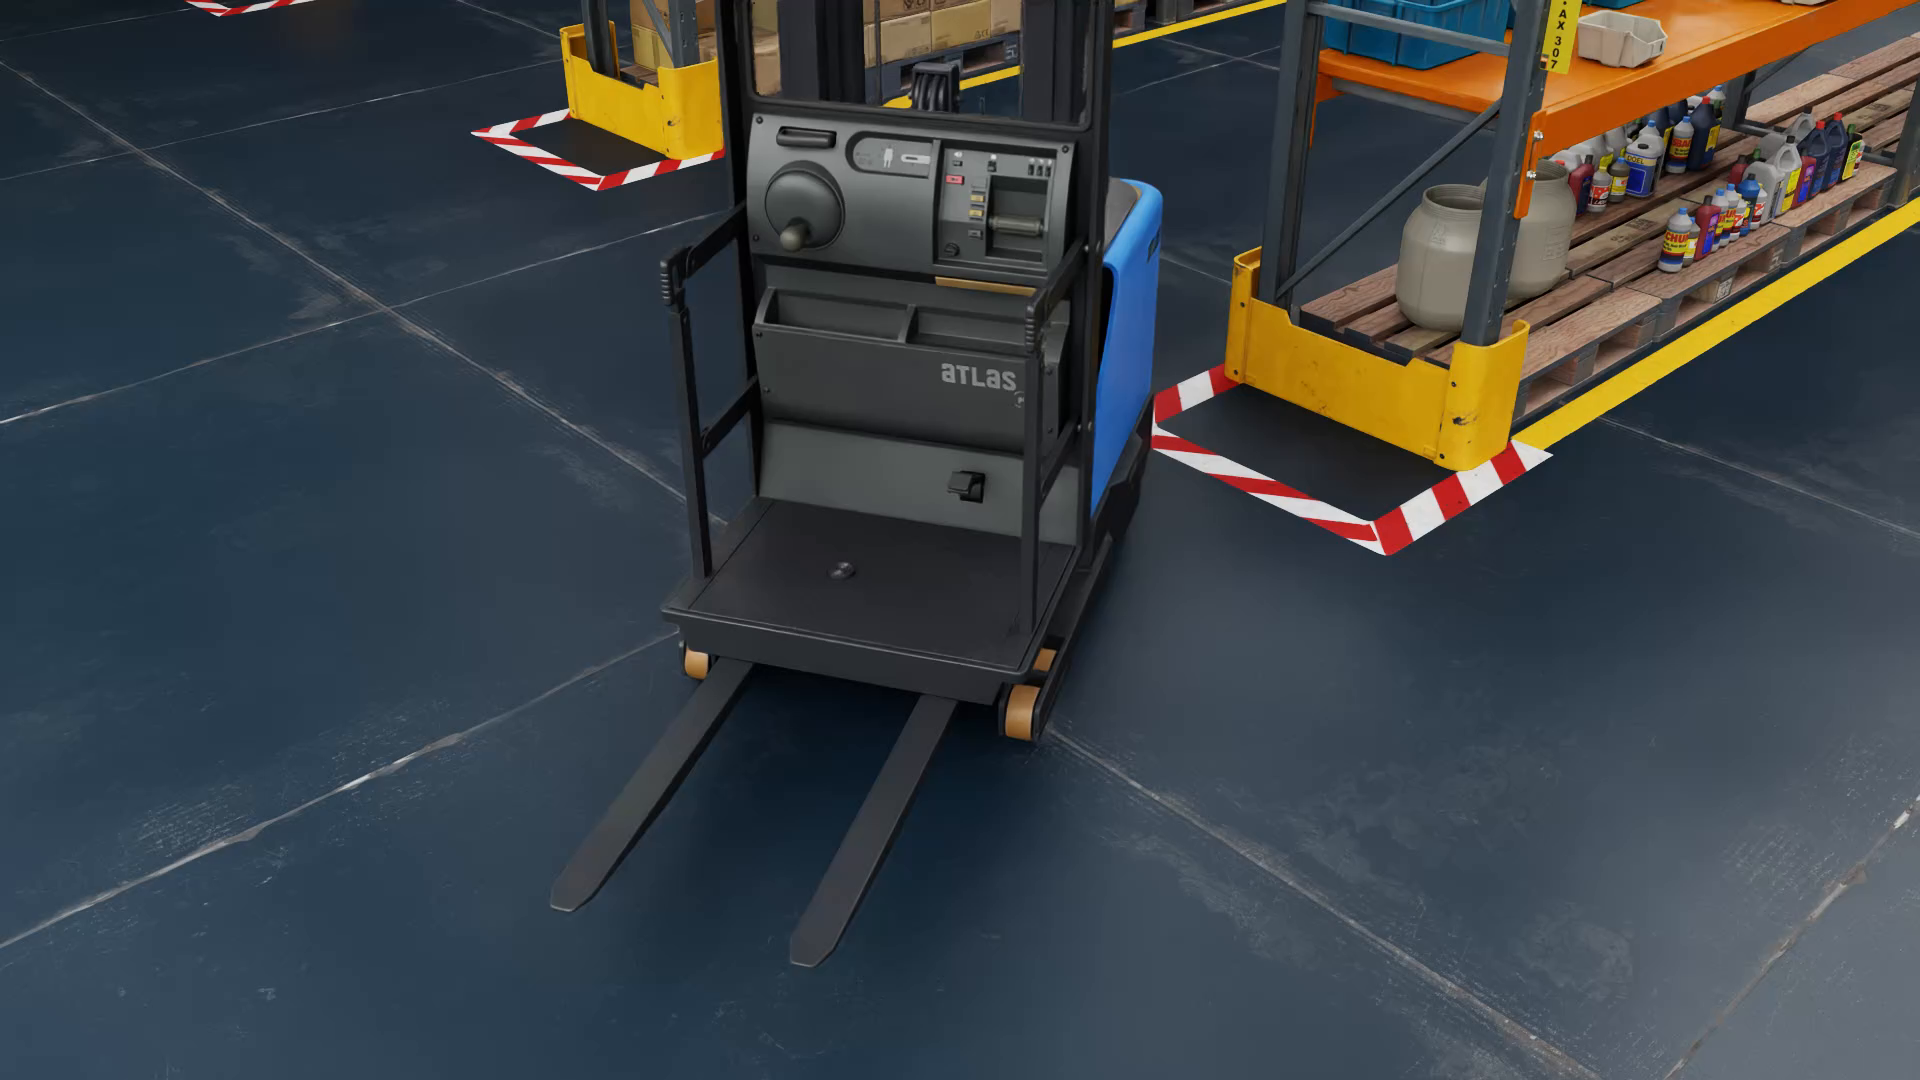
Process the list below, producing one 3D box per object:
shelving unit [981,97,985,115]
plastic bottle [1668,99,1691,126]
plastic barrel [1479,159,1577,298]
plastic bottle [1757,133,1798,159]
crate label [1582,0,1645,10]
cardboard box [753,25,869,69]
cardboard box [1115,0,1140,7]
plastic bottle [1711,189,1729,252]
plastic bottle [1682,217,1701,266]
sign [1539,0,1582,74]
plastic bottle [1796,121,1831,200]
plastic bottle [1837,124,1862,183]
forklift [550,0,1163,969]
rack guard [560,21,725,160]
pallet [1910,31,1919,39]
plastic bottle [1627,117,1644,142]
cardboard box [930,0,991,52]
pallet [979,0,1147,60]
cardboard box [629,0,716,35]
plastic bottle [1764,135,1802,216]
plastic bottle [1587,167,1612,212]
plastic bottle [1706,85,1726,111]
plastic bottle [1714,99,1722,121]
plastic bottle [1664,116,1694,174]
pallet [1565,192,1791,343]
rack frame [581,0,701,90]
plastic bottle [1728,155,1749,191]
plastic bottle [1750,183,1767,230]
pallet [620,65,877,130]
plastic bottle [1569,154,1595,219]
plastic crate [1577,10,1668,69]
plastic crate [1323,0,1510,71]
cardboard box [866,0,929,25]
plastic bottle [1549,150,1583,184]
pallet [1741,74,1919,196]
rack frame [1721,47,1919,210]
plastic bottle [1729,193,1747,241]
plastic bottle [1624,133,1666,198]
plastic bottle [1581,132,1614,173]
[{"bbox_3d":[-0.160,-1.057,6.328,0.503,1.200,0.258,0,31,1],"label":"shelving unit"},{"bbox_3d":[3.622,-2.108,8.440,0.185,0.351,0.144,-25,39,-34],"label":"plastic bottle"},{"bbox_3d":[2.361,-1.318,7.012,0.421,0.512,0.421,0,31,0],"label":"plastic barrel"},{"bbox_3d":[3.960,-1.845,8.081,0.135,0.276,0.152,-26,40,-35],"label":"plastic bottle"},{"bbox_3d":[2.728,-2.531,6.980,0.616,0.435,0.502,-26,40,-35],"label":"crate label"},{"bbox_3d":[-0.894,-2.946,9.925,0.500,0.250,0.500,-26,40,-35],"label":"cardboard box"},{"bbox_3d":[0.939,-3.832,11.375,0.500,0.250,0.500,-26,40,-35],"label":"cardboard box"},{"bbox_3d":[3.355,-1.429,7.405,0.097,0.271,0.097,0,31,0],"label":"plastic bottle"},{"bbox_3d":[3.180,-1.314,7.284,0.097,0.201,0.097,0,31,0],"label":"plastic bottle"},{"bbox_3d":[1.934,-1.666,5.333,0.005,0.325,0.100,-26,40,-35],"label":"sign"},{"bbox_3d":[4.079,-1.829,7.983,0.144,0.351,0.185,27,40,37],"label":"plastic bottle"},{"bbox_3d":[4.367,-1.910,8.181,0.133,0.283,0.061,-24,39,-33],"label":"plastic bottle"},{"bbox_3d":[-0.207,-0.902,4.416,1.130,2.935,3.031,9,33,14],"label":"forklift"},{"bbox_3d":[-1.820,-2.581,9.491,0.348,0.500,1.175,-26,40,-35],"label":"rack guard"},{"bbox_3d":[6.835,-3.148,10.695,1.213,0.211,1.003,-26,40,-35],"label":"pallet"},{"bbox_3d":[3.334,-1.970,8.278,0.133,0.283,0.061,-24,39,-33],"label":"plastic bottle"},{"bbox_3d":[-0.157,-3.298,10.502,0.500,0.250,0.500,-26,40,-35],"label":"cardboard box"},{"bbox_3d":[0.519,-3.619,11.466,1.213,0.211,1.003,-26,40,-35],"label":"pallet"},{"bbox_3d":[-1.612,-3.286,9.762,0.500,0.500,0.500,-26,40,-35],"label":"cardboard box"},{"bbox_3d":[3.842,-1.715,7.796,0.185,0.351,0.144,-26,40,-36],"label":"plastic bottle"},{"bbox_3d":[3.015,-1.659,7.849,0.097,0.201,0.097,0,31,0],"label":"plastic bottle"},{"bbox_3d":[3.964,-2.257,8.759,0.097,0.271,0.097,0,31,0],"label":"plastic bottle"},{"bbox_3d":[3.818,-2.096,8.485,0.133,0.283,0.061,-26,40,-35],"label":"plastic bottle"},{"bbox_3d":[3.598,-1.977,8.301,0.097,0.271,0.097,0,31,0],"label":"plastic bottle"},{"bbox_3d":[3.080,-1.331,7.725,1.213,0.211,1.003,-26,40,-35],"label":"pallet"},{"bbox_3d":[-1.802,-3.656,8.853,0.127,3.000,1.000,-26,40,-35],"label":"rack frame"},{"bbox_3d":[3.647,-1.670,7.788,0.133,0.283,0.061,-26,40,-35],"label":"plastic bottle"},{"bbox_3d":[3.652,-1.542,7.658,0.097,0.201,0.097,0,31,0],"label":"plastic bottle"},{"bbox_3d":[-1.270,-2.753,10.050,1.213,0.211,1.003,-26,40,-35],"label":"pallet"},{"bbox_3d":[2.888,-1.646,7.748,0.133,0.283,0.061,-26,40,-35],"label":"plastic bottle"},{"bbox_3d":[2.438,-1.841,6.139,0.250,0.136,0.298,-26,40,-35],"label":"plastic crate"},{"bbox_3d":[1.726,-1.988,6.268,0.616,0.251,0.499,-26,40,-35],"label":"plastic crate"},{"bbox_3d":[-0.535,-3.447,10.026,0.500,0.500,0.500,-26,40,-35],"label":"cardboard box"},{"bbox_3d":[2.815,-1.683,7.816,0.135,0.276,0.152,-25,40,-35],"label":"plastic bottle"},{"bbox_3d":[5.045,-2.282,9.280,1.213,0.211,1.003,-26,40,-35],"label":"pallet"},{"bbox_3d":[4.496,-3.178,8.072,0.127,3.000,1.000,-26,40,-35],"label":"rack frame"},{"bbox_3d":[3.501,-1.469,7.538,0.097,0.201,0.097,0,31,0],"label":"plastic bottle"},{"bbox_3d":[3.291,-1.811,8.025,0.135,0.276,0.152,-26,40,-35],"label":"plastic bottle"},{"bbox_3d":[3.035,-1.825,7.976,0.185,0.351,0.144,-24,39,-34],"label":"plastic bottle"}]
